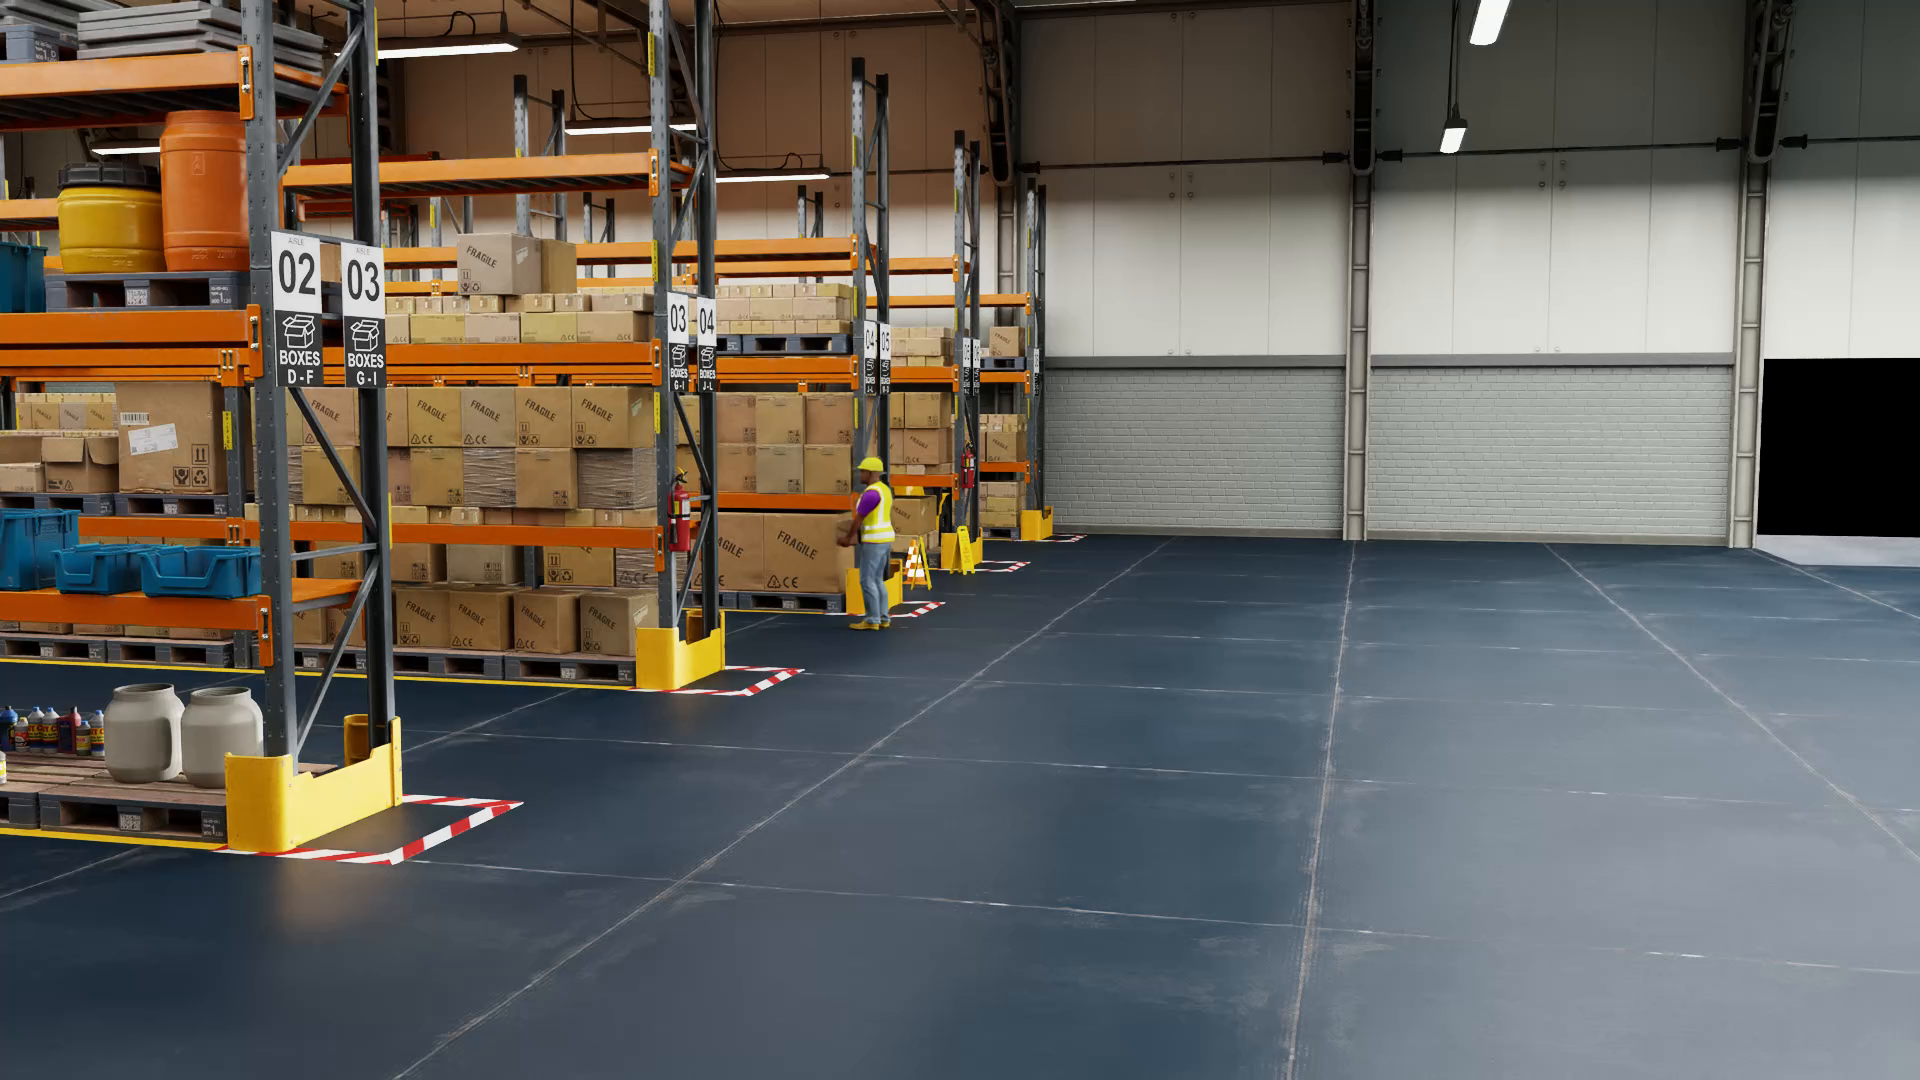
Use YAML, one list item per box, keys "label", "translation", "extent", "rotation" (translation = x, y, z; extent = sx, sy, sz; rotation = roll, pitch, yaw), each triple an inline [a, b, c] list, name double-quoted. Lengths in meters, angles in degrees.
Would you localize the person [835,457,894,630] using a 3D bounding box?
- label: "person"
  translation: [-0.968, 0.032, 17.030]
  extent: [0.566, 1.762, 0.505]
  rotation: [1, 5, 13]
